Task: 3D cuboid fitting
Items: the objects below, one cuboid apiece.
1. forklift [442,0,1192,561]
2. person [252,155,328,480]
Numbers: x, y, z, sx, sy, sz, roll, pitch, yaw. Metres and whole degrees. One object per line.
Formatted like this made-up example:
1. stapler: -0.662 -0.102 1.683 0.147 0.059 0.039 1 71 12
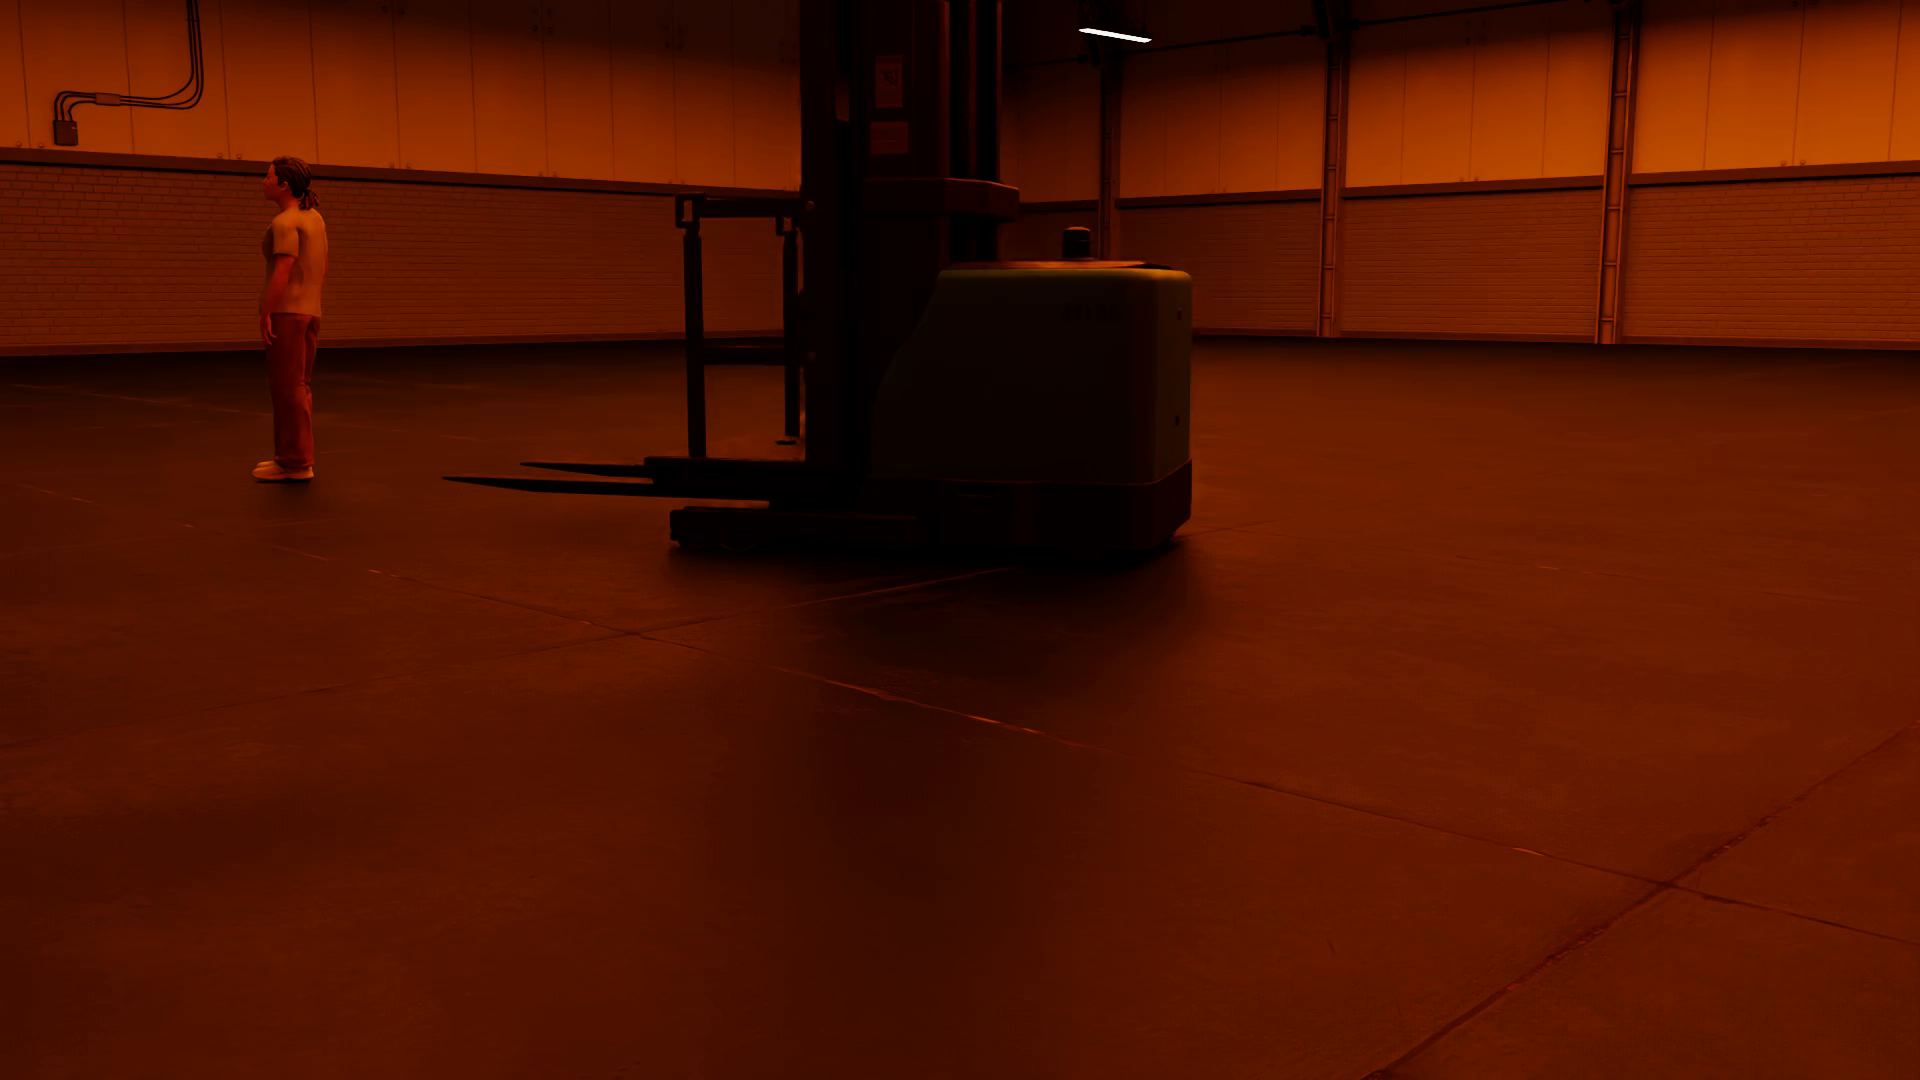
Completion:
1. forklift: -0.624 -1.474 6.665 3.031 2.935 1.130 2 9 16
2. person: -3.558 -1.149 8.676 0.548 1.674 0.554 0 9 2
